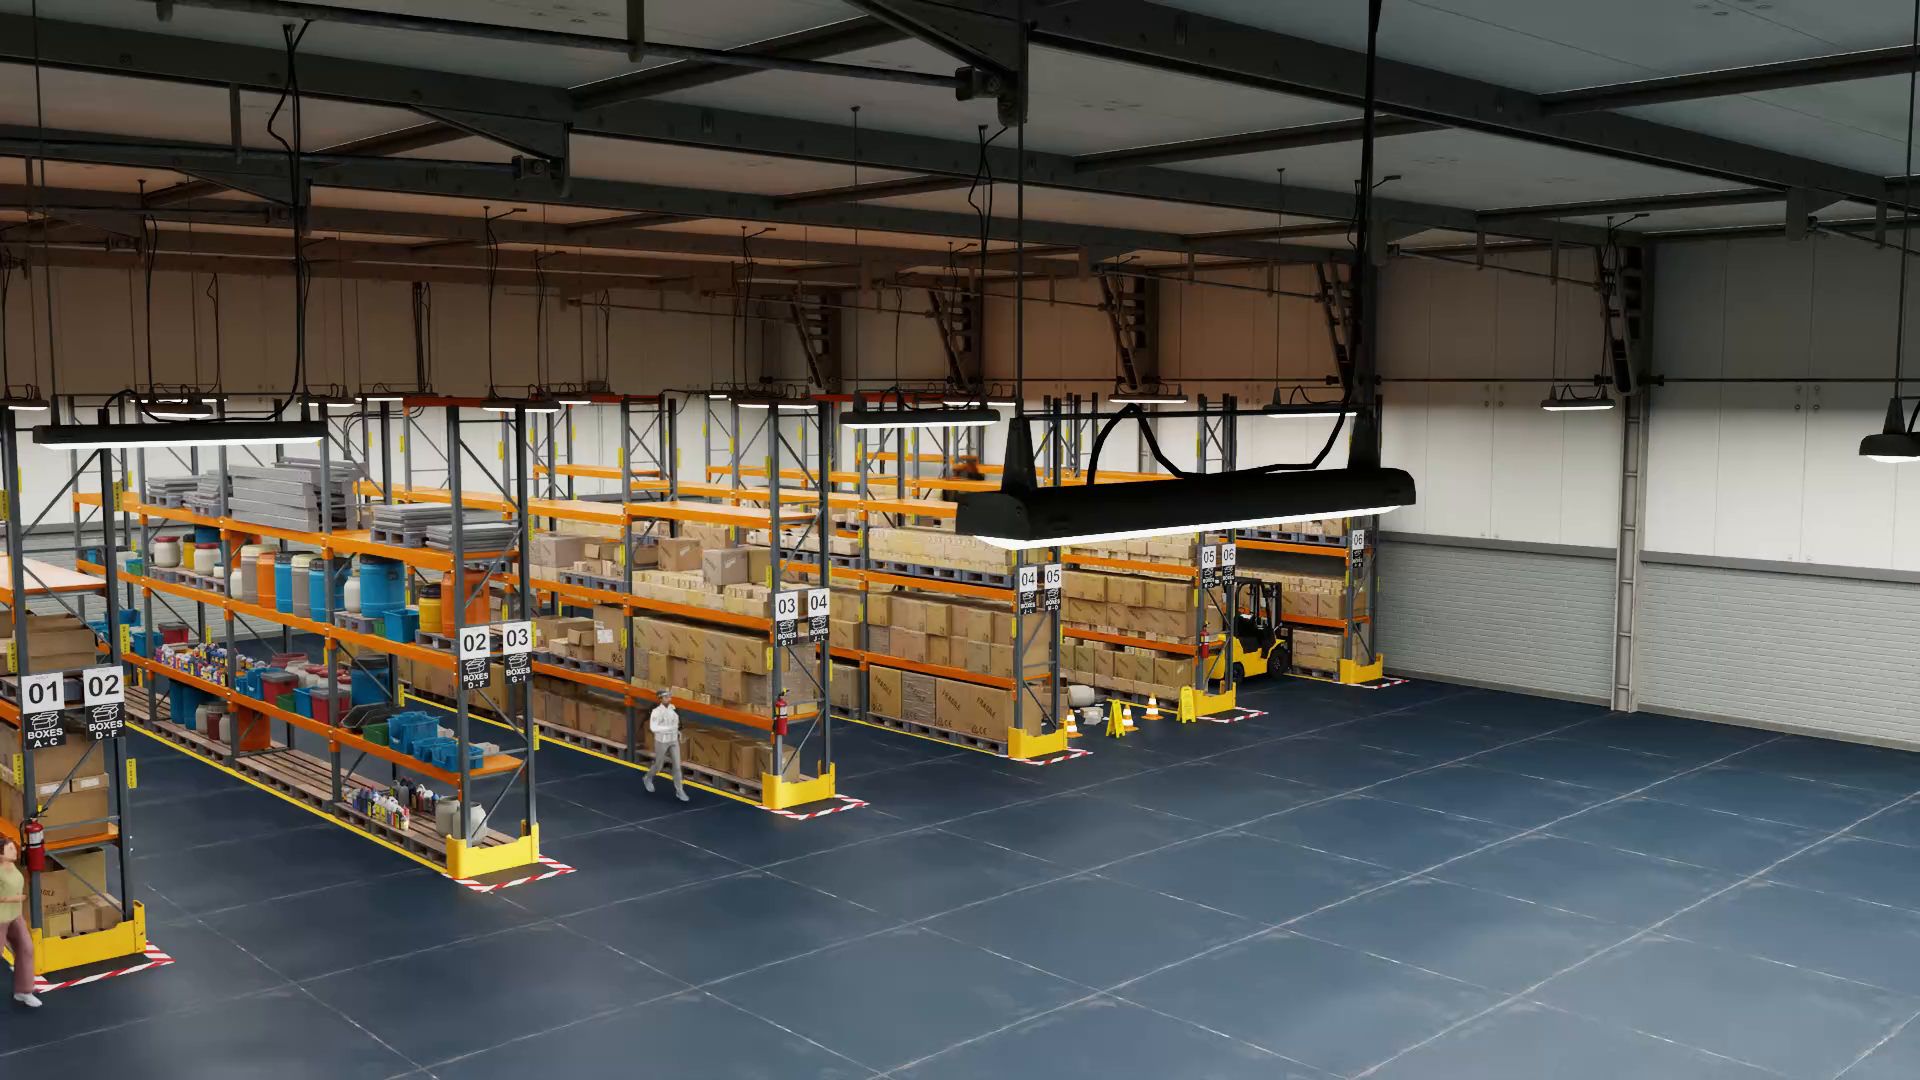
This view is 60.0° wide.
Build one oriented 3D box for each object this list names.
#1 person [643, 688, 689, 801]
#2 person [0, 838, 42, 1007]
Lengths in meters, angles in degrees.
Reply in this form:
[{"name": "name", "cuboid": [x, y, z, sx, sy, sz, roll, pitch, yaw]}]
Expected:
[{"name": "person", "cuboid": [-4.429, 3.045, 25.078, 0.939, 1.677, 0.612, 5, 8, 43]}, {"name": "person", "cuboid": [-9.699, 3.864, 16.859, 0.848, 1.694, 0.592, 1, 6, 6]}]
